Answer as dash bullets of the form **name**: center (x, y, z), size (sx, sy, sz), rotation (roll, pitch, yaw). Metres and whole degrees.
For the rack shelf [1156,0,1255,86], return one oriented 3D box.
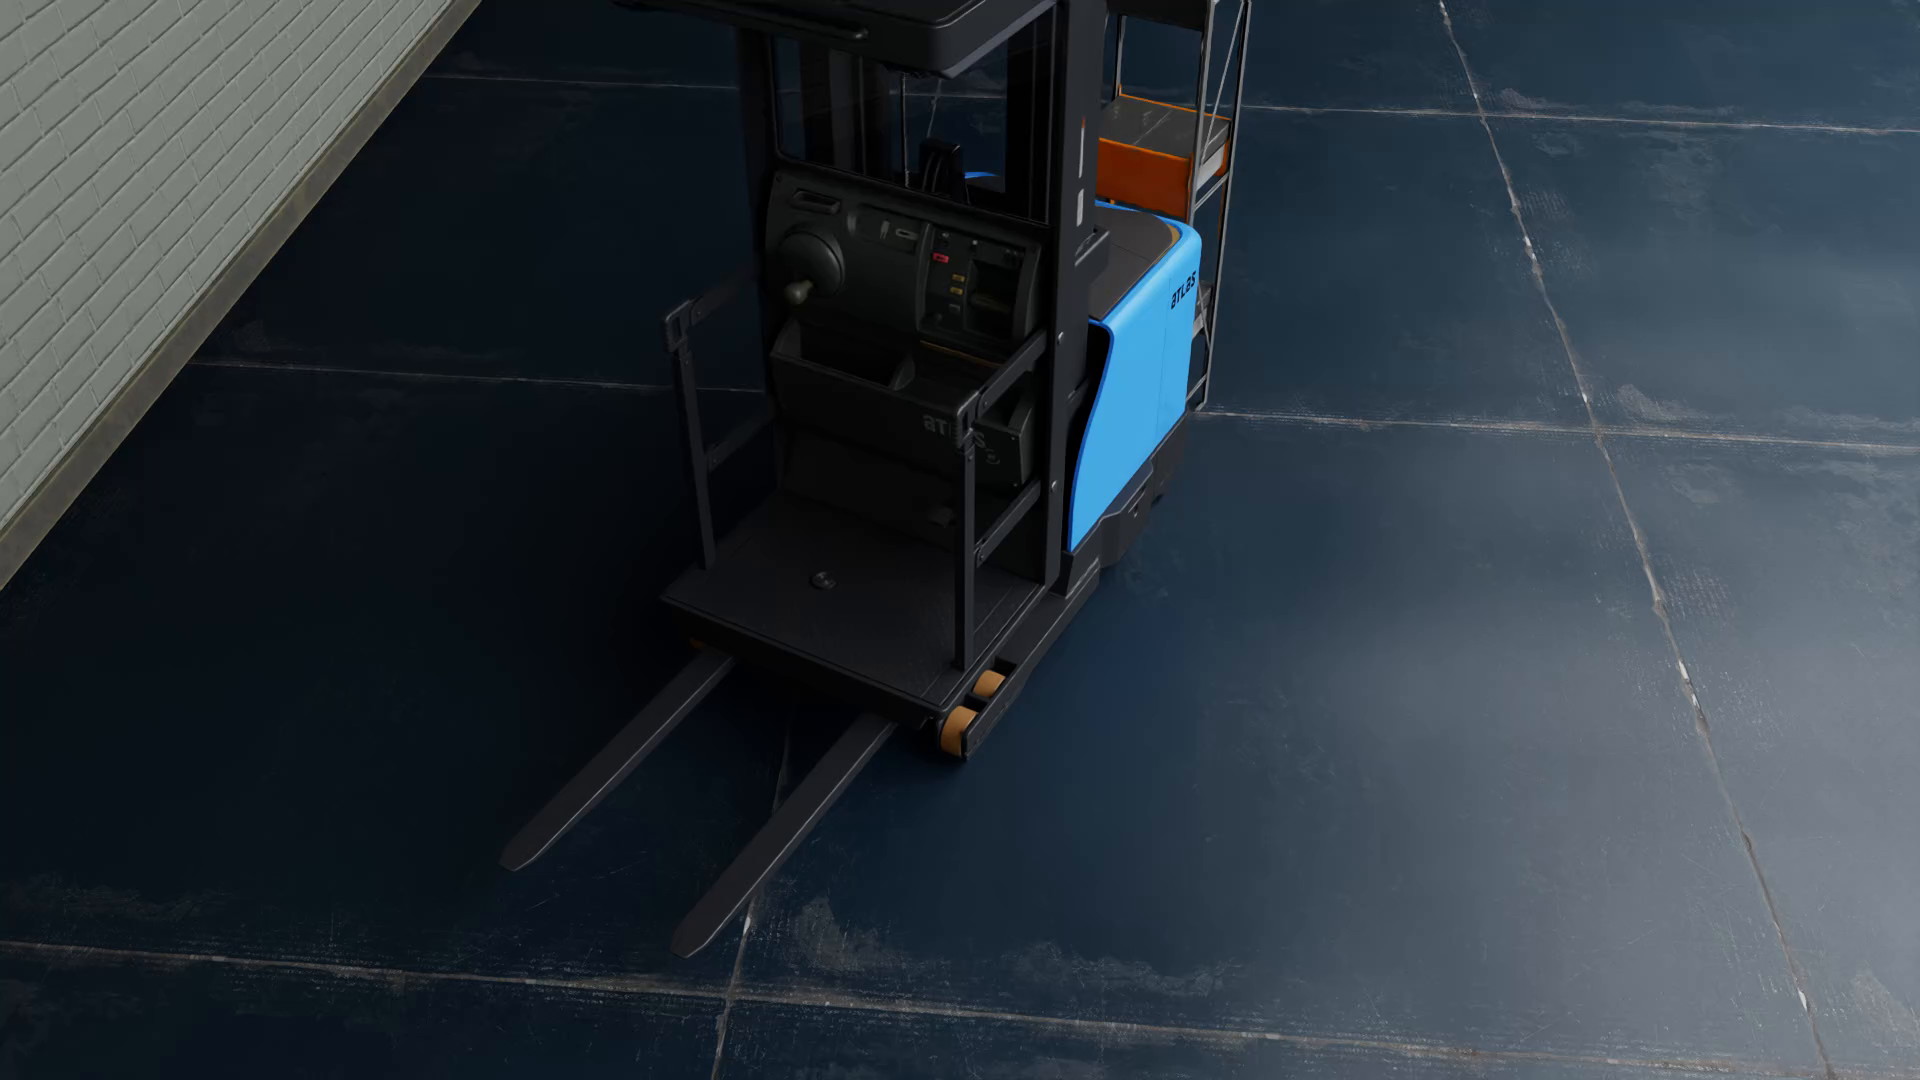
- **rack shelf**: center (0.776, -2.001, 5.957), size (0.480, 0.518, 0.431), rotation (23, 44, 26)

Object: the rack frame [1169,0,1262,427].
- **rack frame**: center (0.977, -1.383, 6.286), size (0.015, 2.100, 0.400), rotation (23, 44, 26)

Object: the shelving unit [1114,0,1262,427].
- **shelving unit**: center (0.775, -1.469, 6.391), size (0.503, 2.100, 0.431), rotation (23, 44, 26)

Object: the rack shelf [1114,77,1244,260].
- **rack shelf**: center (0.775, -1.459, 6.400), size (0.480, 0.518, 0.431), rotation (23, 44, 26)

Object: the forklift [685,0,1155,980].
- **forklift**: center (-0.055, -0.767, 4.871), size (1.130, 2.935, 3.031), rotation (7, 40, 9)

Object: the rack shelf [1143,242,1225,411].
- **rack shelf**: center (0.774, -0.916, 6.842), size (0.480, 0.518, 0.431), rotation (23, 44, 26)
